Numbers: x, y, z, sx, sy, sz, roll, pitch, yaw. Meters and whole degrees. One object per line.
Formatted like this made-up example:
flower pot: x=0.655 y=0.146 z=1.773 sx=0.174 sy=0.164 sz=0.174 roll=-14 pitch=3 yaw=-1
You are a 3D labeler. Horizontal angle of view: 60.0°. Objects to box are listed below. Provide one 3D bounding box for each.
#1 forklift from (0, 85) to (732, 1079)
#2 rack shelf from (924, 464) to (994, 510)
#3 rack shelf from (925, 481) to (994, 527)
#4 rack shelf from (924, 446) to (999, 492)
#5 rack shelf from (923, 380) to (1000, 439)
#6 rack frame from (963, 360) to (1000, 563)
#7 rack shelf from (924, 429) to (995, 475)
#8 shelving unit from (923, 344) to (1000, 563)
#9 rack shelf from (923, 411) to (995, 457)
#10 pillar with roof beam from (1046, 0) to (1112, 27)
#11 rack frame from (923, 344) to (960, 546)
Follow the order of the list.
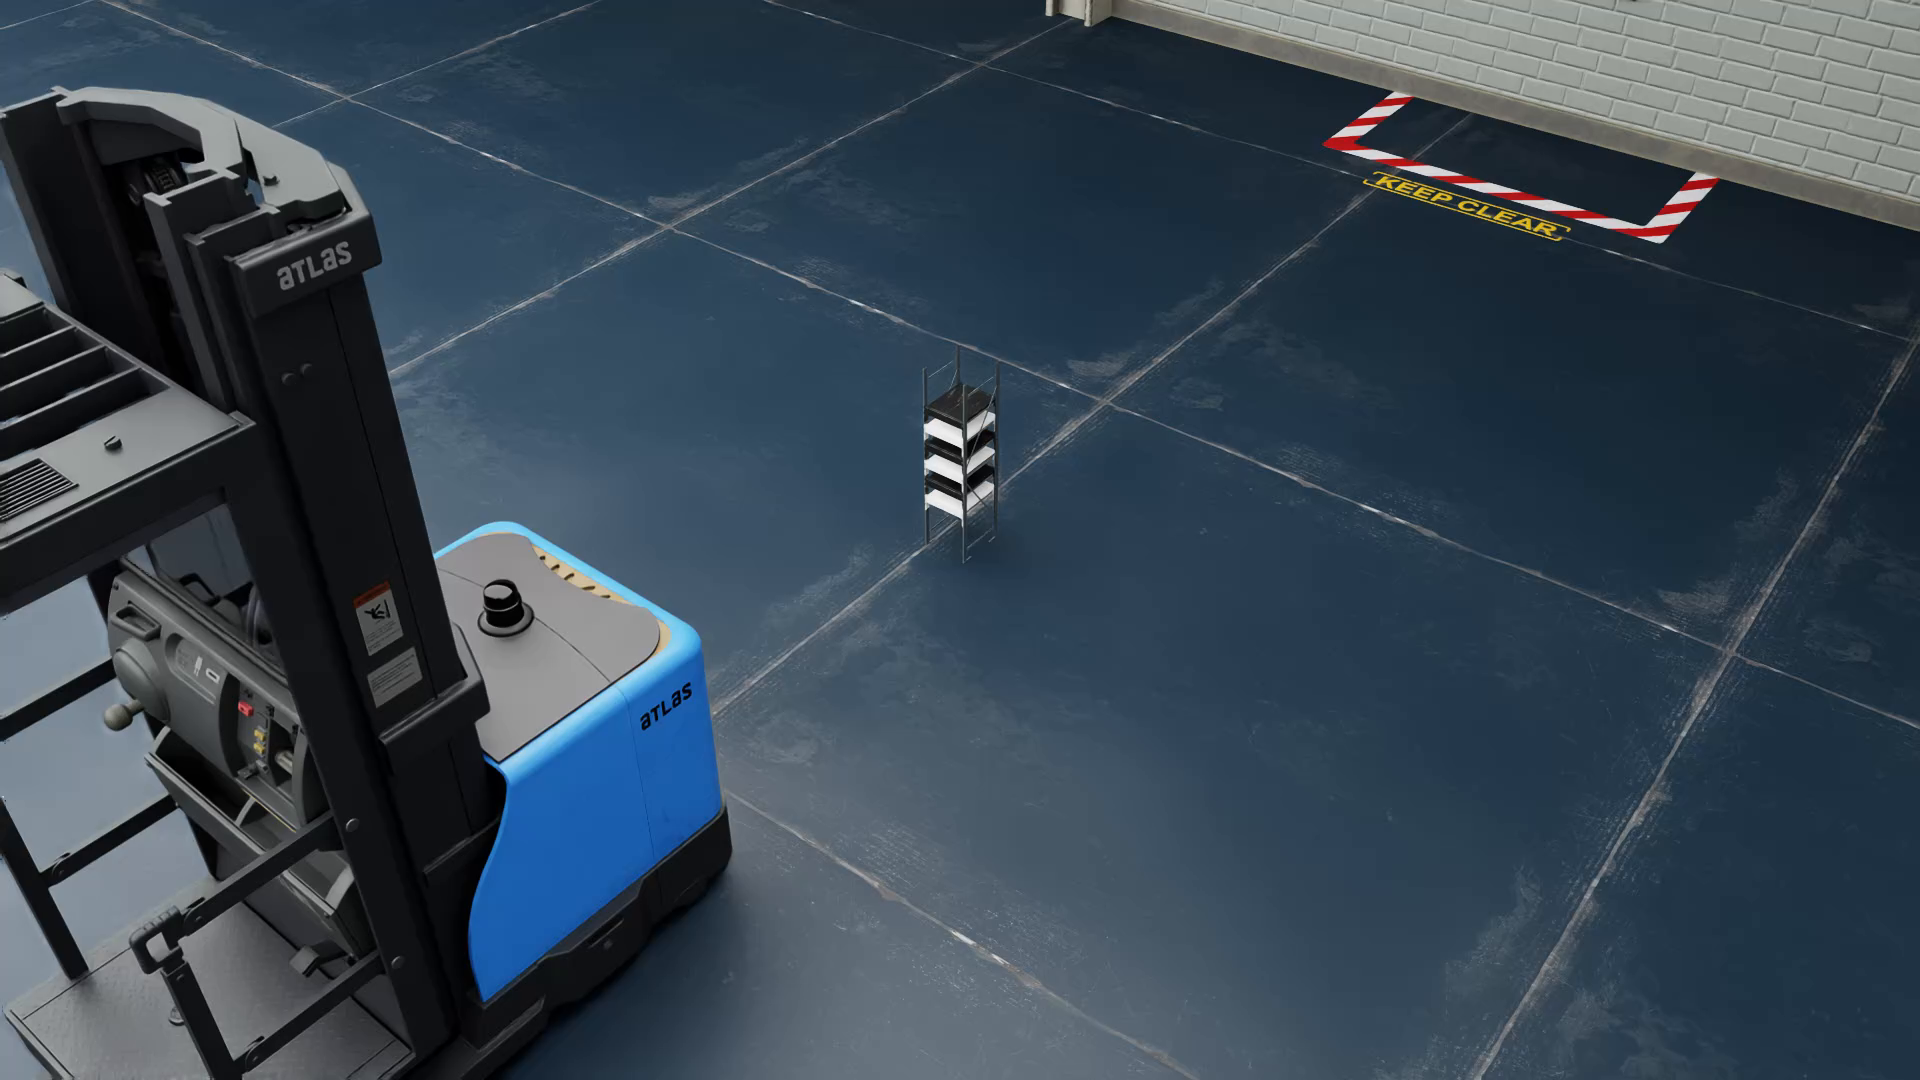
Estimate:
forklift: x=-2.107 y=0.495 z=4.240 sx=1.130 sy=2.935 sz=3.031 roll=27 pitch=45 yaw=30
rack shelf: x=0.006 y=-0.254 z=7.045 sx=0.200 sy=0.077 sz=0.258 roll=25 pitch=45 yaw=29
rack shelf: x=0.006 y=-0.183 z=7.100 sx=0.200 sy=0.077 sz=0.258 roll=25 pitch=45 yaw=29
rack shelf: x=0.006 y=-0.325 z=6.989 sx=0.200 sy=0.077 sz=0.258 roll=25 pitch=45 yaw=29
rack shelf: x=0.006 y=-0.538 z=6.823 sx=0.200 sy=0.077 sz=0.258 roll=25 pitch=45 yaw=29
rack frame: x=0.087 y=-0.313 z=6.920 sx=0.006 sy=0.900 sz=0.240 roll=25 pitch=45 yaw=29
rack shelf: x=0.006 y=-0.396 z=6.934 sx=0.200 sy=0.077 sz=0.258 roll=25 pitch=45 yaw=29
shelving unit: x=0.006 y=-0.351 z=6.969 sx=0.210 sy=0.900 sz=0.258 roll=25 pitch=45 yaw=29
rack shelf: x=0.006 y=-0.467 z=6.878 sx=0.200 sy=0.077 sz=0.258 roll=25 pitch=45 yaw=29
pillar with roof beam: x=-1.742 y=-5.278 z=6.691 sx=0.400 sy=9.000 sz=9.100 roll=25 pitch=45 yaw=29
rack frame: x=-0.074 y=-0.389 z=7.017 sx=0.006 sy=0.900 sz=0.240 roll=25 pitch=45 yaw=29
